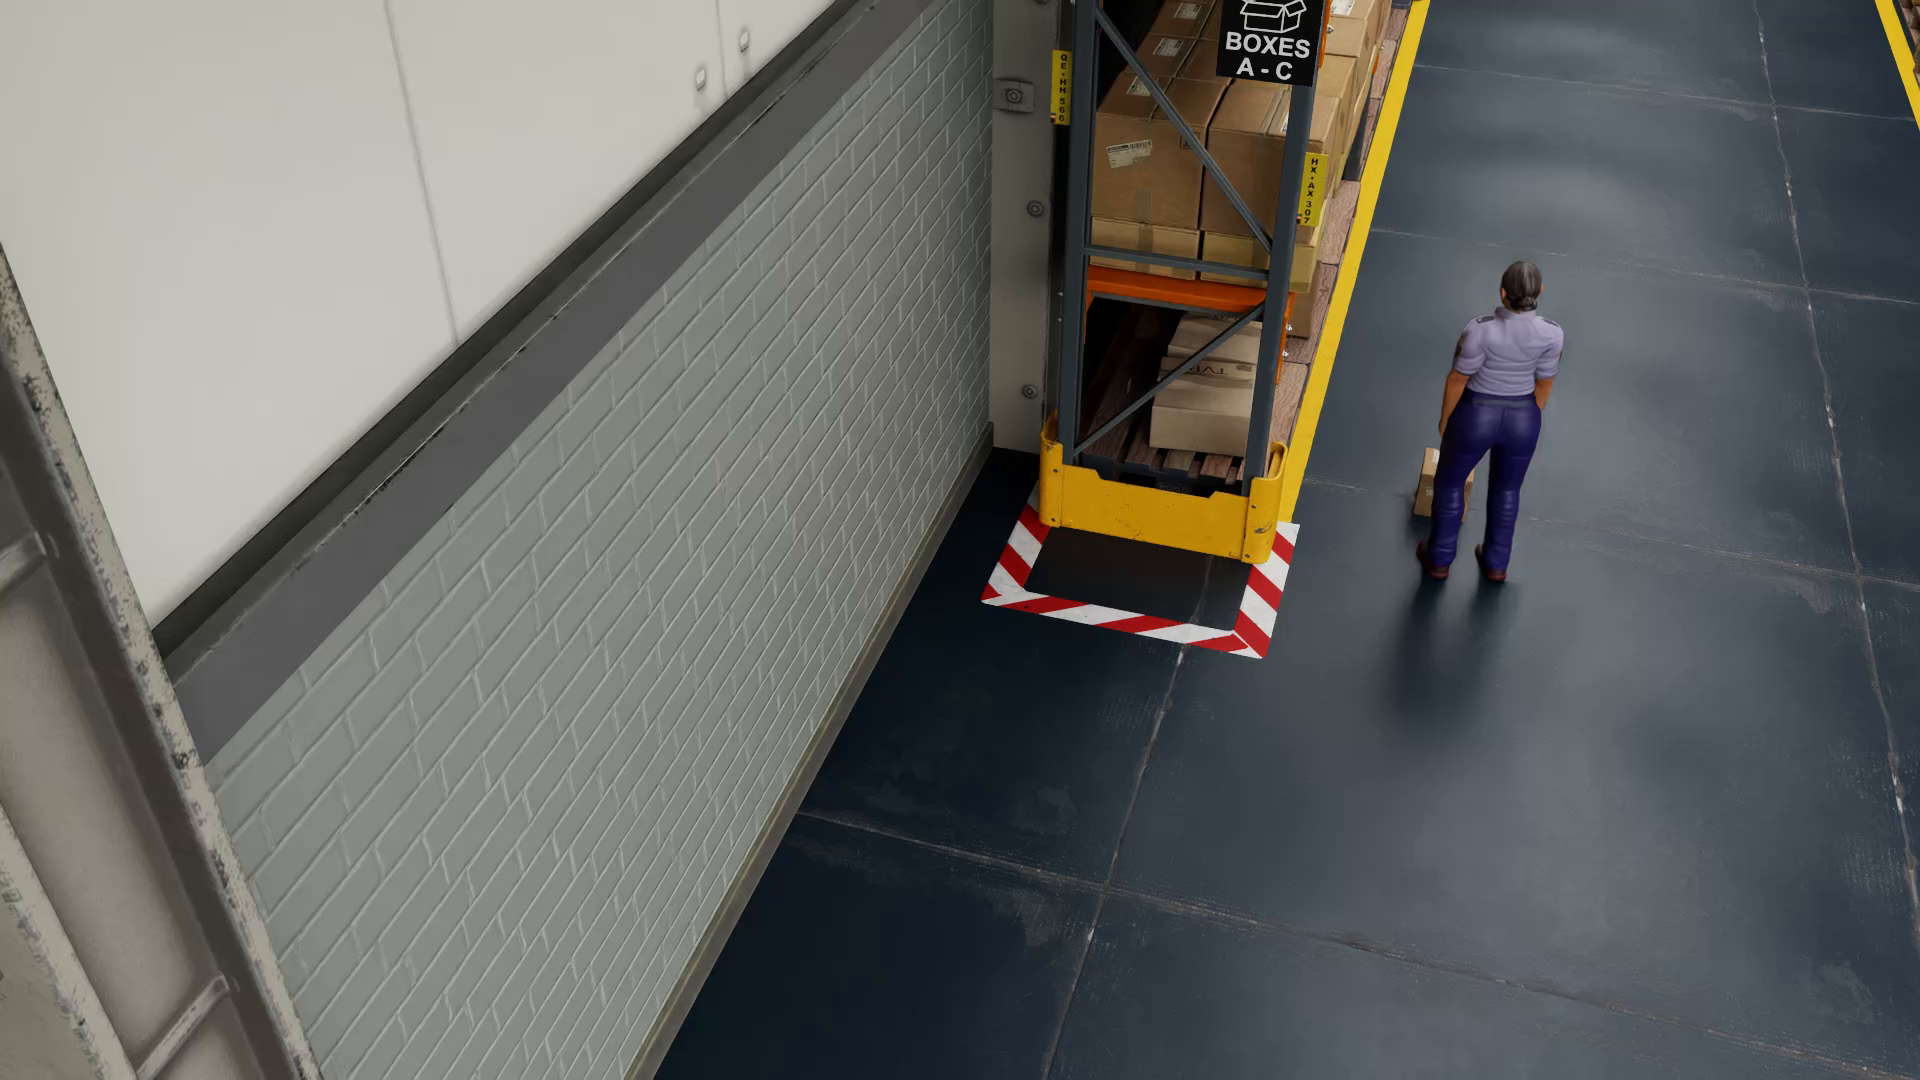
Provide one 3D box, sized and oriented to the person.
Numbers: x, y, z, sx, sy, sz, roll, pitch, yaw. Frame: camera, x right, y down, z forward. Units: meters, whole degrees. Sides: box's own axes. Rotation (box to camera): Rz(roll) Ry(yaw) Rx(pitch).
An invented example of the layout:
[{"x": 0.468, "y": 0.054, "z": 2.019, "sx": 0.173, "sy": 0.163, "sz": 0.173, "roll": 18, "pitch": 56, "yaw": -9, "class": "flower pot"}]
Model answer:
[{"x": 2.421, "y": -0.539, "z": 7.630, "sx": 0.468, "sy": 1.660, "sz": 0.330, "roll": 2, "pitch": 37, "yaw": 2, "class": "person"}]
